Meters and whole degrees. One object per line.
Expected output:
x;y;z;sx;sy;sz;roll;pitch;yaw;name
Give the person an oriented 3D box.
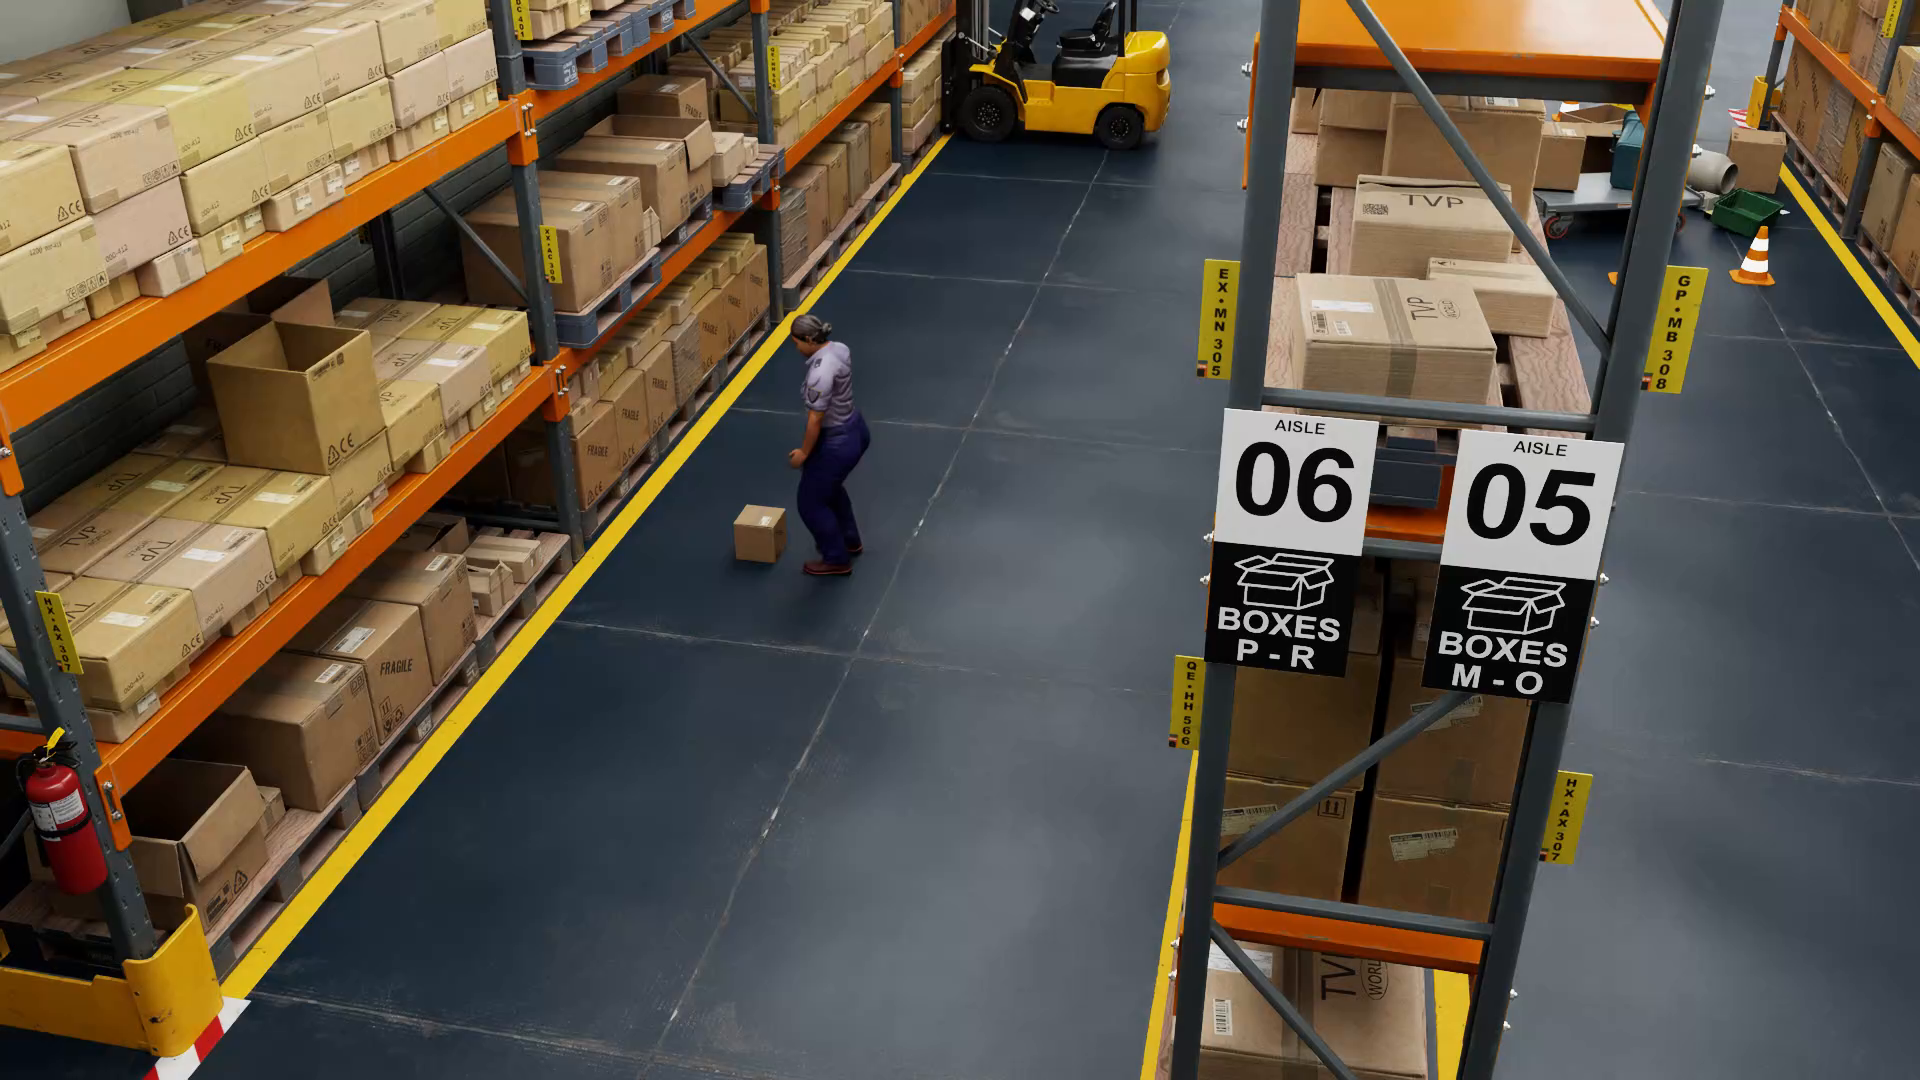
-0.755;-0.551;9.689;0.407;1.599;0.500;7;30;12;person
